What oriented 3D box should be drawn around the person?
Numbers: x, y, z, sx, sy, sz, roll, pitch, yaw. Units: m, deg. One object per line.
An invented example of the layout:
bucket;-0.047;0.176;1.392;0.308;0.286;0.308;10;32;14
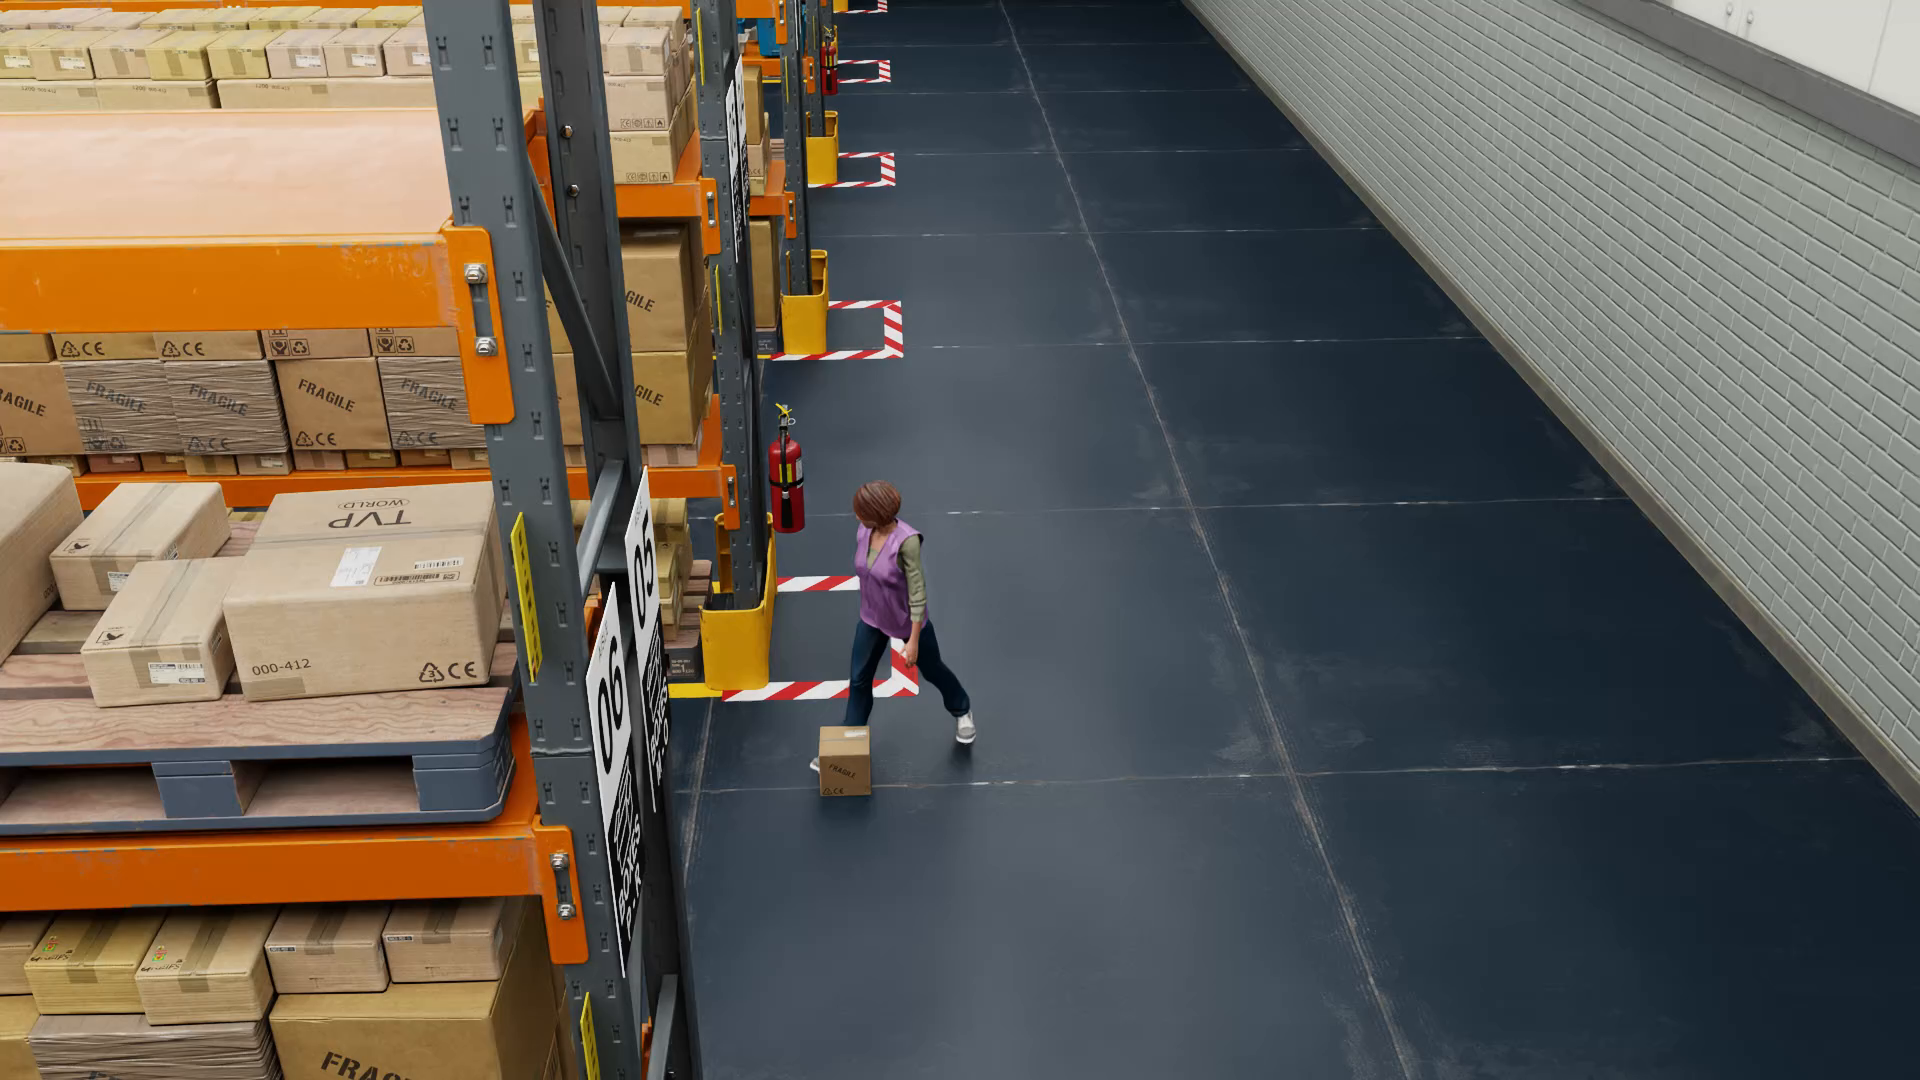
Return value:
person;-0.302;0.407;8.200;0.551;1.554;0.846;18;33;31
